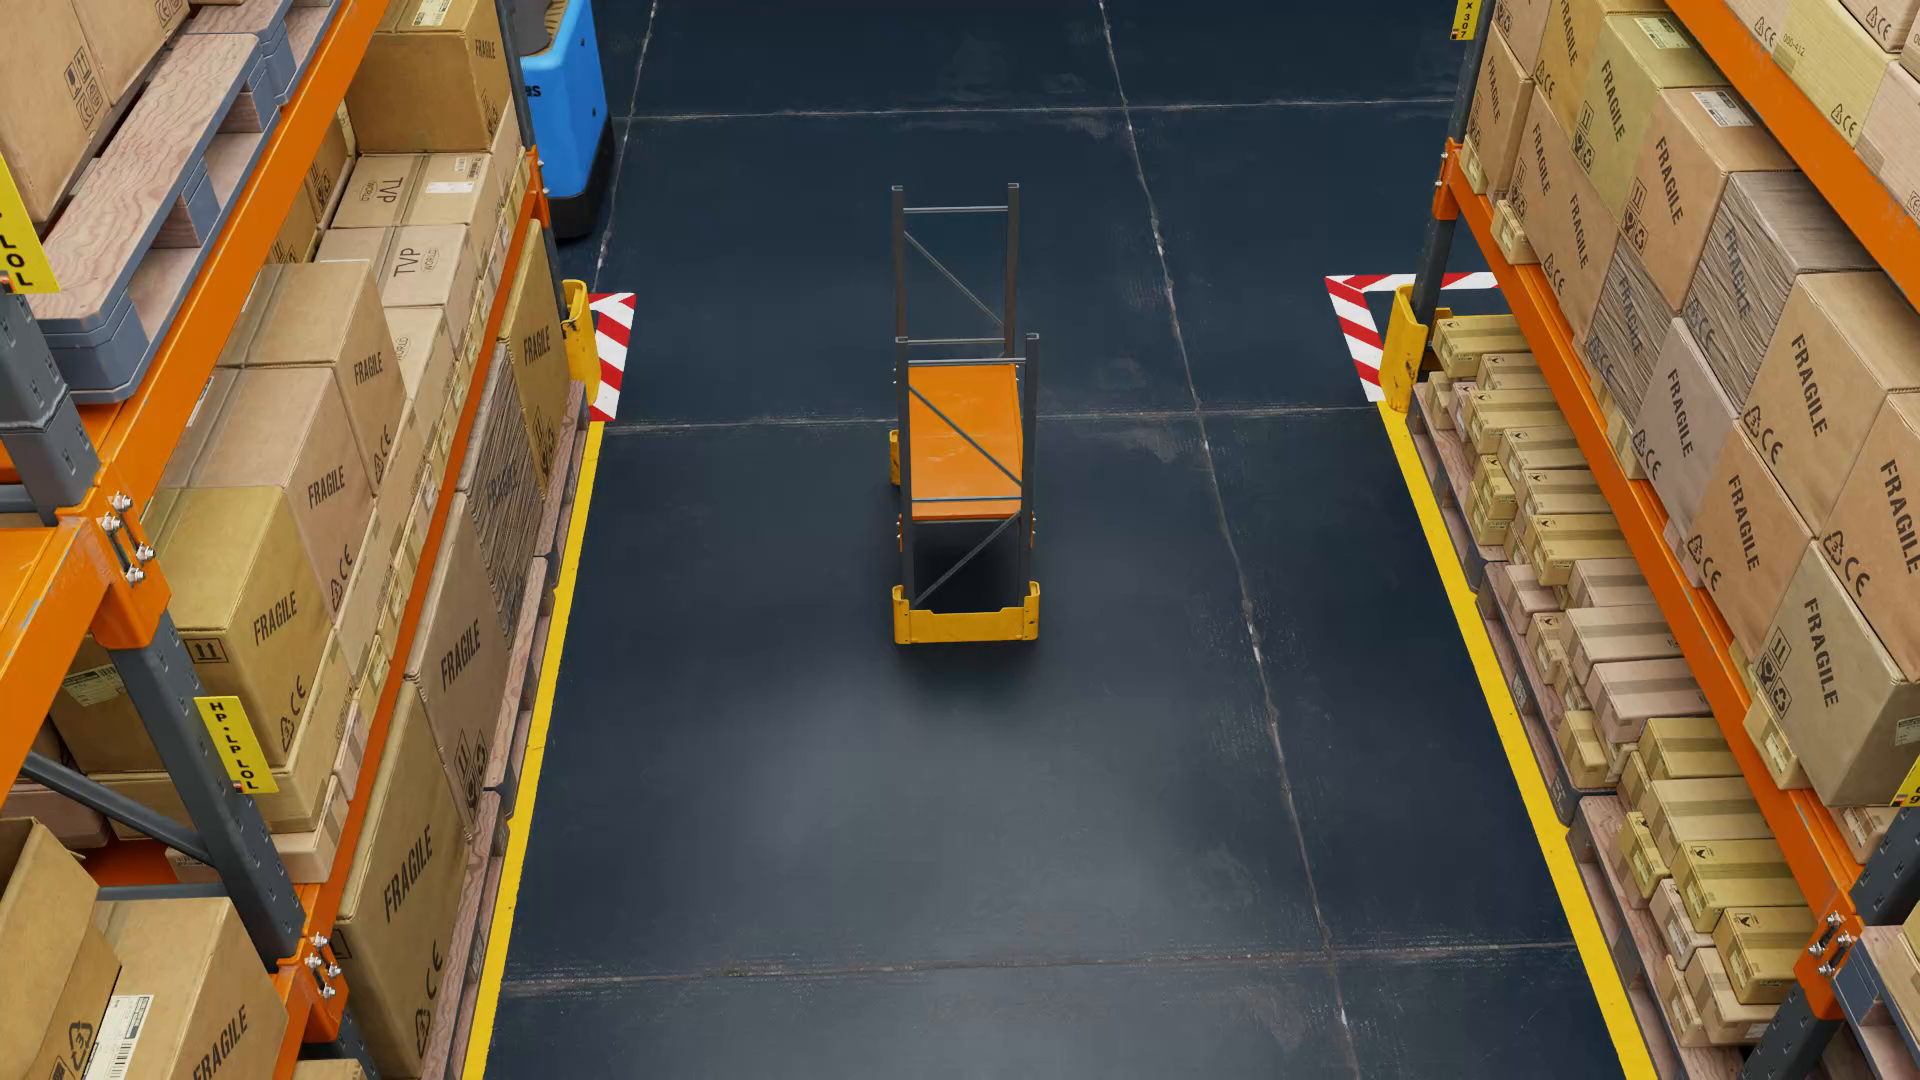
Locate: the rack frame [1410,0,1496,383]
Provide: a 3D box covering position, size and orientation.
[{"bbox_3d":[2.625,-1.892,7.094,1.000,3.000,0.127,-2,43,-2],"label":"rack frame"}]

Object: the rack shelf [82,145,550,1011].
[{"bbox_3d":[-2.249,-0.203,5.784,1.077,0.370,4.000,-2,43,-2],"label":"rack shelf"}]

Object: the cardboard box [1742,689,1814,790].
[{"bbox_3d":[2.430,0.544,4.623,0.380,0.149,0.250,-3,43,-3],"label":"cardboard box"}]

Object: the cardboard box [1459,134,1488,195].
[{"bbox_3d":[2.312,-1.571,6.930,0.380,0.149,0.250,-2,43,-2],"label":"cardboard box"}]

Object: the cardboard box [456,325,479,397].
[{"bbox_3d":[-1.934,-0.630,5.903,0.380,0.149,0.250,-1,43,-2],"label":"cardboard box"}]

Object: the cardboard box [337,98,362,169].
[{"bbox_3d":[-2.584,-1.541,6.602,0.500,0.250,0.500,-3,43,-3],"label":"cardboard box"}]

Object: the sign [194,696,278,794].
[{"bbox_3d":[-1.623,0.463,3.727,0.100,0.325,0.005,-2,43,-2],"label":"sign"}]

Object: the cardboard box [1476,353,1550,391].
[{"bbox_3d":[2.440,-0.669,7.119,0.380,0.149,0.250,-1,43,-1],"label":"cardboard box"}]

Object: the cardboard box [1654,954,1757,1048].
[{"bbox_3d":[2.438,1.449,5.248,0.380,0.149,0.250,-1,43,-1],"label":"cardboard box"}]

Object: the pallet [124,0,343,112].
[{"bbox_3d":[-2.237,-1.565,4.583,1.003,0.211,1.213,-2,43,-2],"label":"pallet"}]

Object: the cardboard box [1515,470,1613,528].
[{"bbox_3d":[2.419,-0.143,6.545,0.380,0.149,0.250,0,43,0],"label":"cardboard box"}]

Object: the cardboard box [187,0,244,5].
[{"bbox_3d":[-2.156,-1.699,4.205,0.700,0.500,0.500,0,43,0],"label":"cardboard box"}]

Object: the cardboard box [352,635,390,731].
[{"bbox_3d":[-1.868,0.411,4.768,0.380,0.149,0.250,0,43,0],"label":"cardboard box"}]

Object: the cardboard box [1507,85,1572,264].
[{"bbox_3d":[2.417,-1.367,6.227,0.500,0.500,0.500,-2,43,-2],"label":"cardboard box"}]

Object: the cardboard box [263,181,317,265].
[{"bbox_3d":[-2.534,-1.130,5.599,0.500,0.500,0.500,-3,43,-3],"label":"cardboard box"}]

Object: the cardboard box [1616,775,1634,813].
[{"bbox_3d":[2.545,0.914,5.832,0.380,0.149,0.250,-3,43,-3],"label":"cardboard box"}]

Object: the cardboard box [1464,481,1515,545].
[{"bbox_3d":[2.340,-0.116,6.955,0.380,0.149,0.250,-1,43,-1],"label":"cardboard box"}]

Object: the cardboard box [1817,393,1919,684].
[{"bbox_3d":[2.505,-0.016,4.014,0.500,0.500,0.500,-3,43,-3],"label":"cardboard box"}]

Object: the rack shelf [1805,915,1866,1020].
[{"bbox_3d":[2.880,2.424,2.918,1.077,0.370,4.000,-2,43,-2],"label":"rack shelf"}]

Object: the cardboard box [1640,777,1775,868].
[{"bbox_3d":[2.452,0.913,5.393,0.380,0.149,0.250,-2,43,-2],"label":"cardboard box"}]

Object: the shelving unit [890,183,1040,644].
[{"bbox_3d":[0.003,-0.501,6.687,0.587,1.500,1.083,-2,43,-2],"label":"shelving unit"}]

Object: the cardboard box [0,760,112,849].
[{"bbox_3d":[-2.445,0.537,4.335,0.500,0.250,0.500,-2,43,-3],"label":"cardboard box"}]

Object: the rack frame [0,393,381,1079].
[{"bbox_3d":[-2.164,0.882,4.067,1.000,3.000,0.127,-2,43,-2],"label":"rack frame"}]

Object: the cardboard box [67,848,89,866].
[{"bbox_3d":[-2.505,0.779,4.367,0.380,0.149,0.250,-1,43,-2],"label":"cardboard box"}]

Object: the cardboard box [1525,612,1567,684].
[{"bbox_3d":[2.407,0.411,6.381,0.380,0.149,0.250,-2,43,-2],"label":"cardboard box"}]

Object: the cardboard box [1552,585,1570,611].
[{"bbox_3d":[2.507,0.139,6.457,0.380,0.149,0.250,0,43,0],"label":"cardboard box"}]

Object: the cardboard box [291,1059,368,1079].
[{"bbox_3d":[-2.117,1.942,4.173,1.225,0.875,0.875,-2,43,-2],"label":"cardboard box"}]

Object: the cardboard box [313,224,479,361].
[{"bbox_3d":[-2.006,-0.867,5.867,0.500,0.250,0.500,-3,43,-3],"label":"cardboard box"}]

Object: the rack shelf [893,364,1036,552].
[{"bbox_3d":[0.004,-0.363,6.802,0.538,0.185,1.000,-2,43,-2],"label":"rack shelf"}]

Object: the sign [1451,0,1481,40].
[{"bbox_3d":[2.083,-2.196,6.785,0.100,0.325,0.005,-2,43,-2],"label":"sign"}]

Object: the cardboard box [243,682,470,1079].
[{"bbox_3d":[-2.112,1.063,5.132,0.875,0.875,0.875,-2,43,-2],"label":"cardboard box"}]

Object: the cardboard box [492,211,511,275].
[{"bbox_3d":[-1.968,-1.149,6.469,0.380,0.149,0.250,-2,43,-2],"label":"cardboard box"}]

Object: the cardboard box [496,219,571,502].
[{"bbox_3d":[-2.227,-0.760,7.121,0.875,0.875,0.875,-2,43,-2],"label":"cardboard box"}]

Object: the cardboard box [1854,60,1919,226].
[{"bbox_3d":[2.495,-0.903,3.906,0.500,0.250,0.500,-2,43,-2],"label":"cardboard box"}]

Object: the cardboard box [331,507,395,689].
[{"bbox_3d":[-1.939,0.167,4.738,0.500,0.250,0.500,-2,43,-2],"label":"cardboard box"}]

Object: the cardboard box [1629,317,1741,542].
[{"bbox_3d":[2.452,-0.343,5.110,0.500,0.500,0.500,-2,43,-2],"label":"cardboard box"}]

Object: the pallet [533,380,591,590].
[{"bbox_3d":[-2.222,-0.252,7.369,1.003,0.211,1.213,-2,43,-2],"label":"pallet"}]

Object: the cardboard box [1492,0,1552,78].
[{"bbox_3d":[2.379,-2.097,6.283,0.500,0.500,0.500,-2,43,-2],"label":"cardboard box"}]

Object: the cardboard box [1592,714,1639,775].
[{"bbox_3d":[2.468,0.685,5.862,0.380,0.149,0.250,-1,43,-1],"label":"cardboard box"}]

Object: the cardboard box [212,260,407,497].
[{"bbox_3d":[-1.969,-0.463,4.871,0.500,0.500,0.500,-3,43,-3],"label":"cardboard box"}]

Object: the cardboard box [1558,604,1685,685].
[{"bbox_3d":[2.391,0.374,5.981,0.380,0.149,0.250,-3,43,-3],"label":"cardboard box"}]

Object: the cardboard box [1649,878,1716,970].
[{"bbox_3d":[2.440,1.209,5.290,0.380,0.149,0.250,-4,43,-4],"label":"cardboard box"}]

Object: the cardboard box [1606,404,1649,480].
[{"bbox_3d":[2.411,-0.339,5.585,0.380,0.149,0.250,-1,43,-1],"label":"cardboard box"}]

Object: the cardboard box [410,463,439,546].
[{"bbox_3d":[-1.900,-0.109,5.335,0.380,0.149,0.250,-1,43,-1],"label":"cardboard box"}]

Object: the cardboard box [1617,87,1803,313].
[{"bbox_3d":[2.432,-1.060,5.153,0.500,0.500,0.500,-3,43,-3],"label":"cardboard box"}]

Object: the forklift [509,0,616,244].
[{"bbox_3d":[-3.500,-2.991,8.344,3.031,2.935,1.130,0,43,-1],"label":"forklift"}]

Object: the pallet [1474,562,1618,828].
[{"bbox_3d":[2.677,0.558,6.485,1.003,0.211,1.213,-2,43,-2],"label":"pallet"}]

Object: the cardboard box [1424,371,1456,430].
[{"bbox_3d":[2.328,-0.633,7.520,0.380,0.149,0.250,-1,43,-1],"label":"cardboard box"}]

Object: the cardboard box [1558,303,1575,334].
[{"bbox_3d":[2.457,-0.863,6.157,0.380,0.149,0.250,-2,43,-2],"label":"cardboard box"}]
